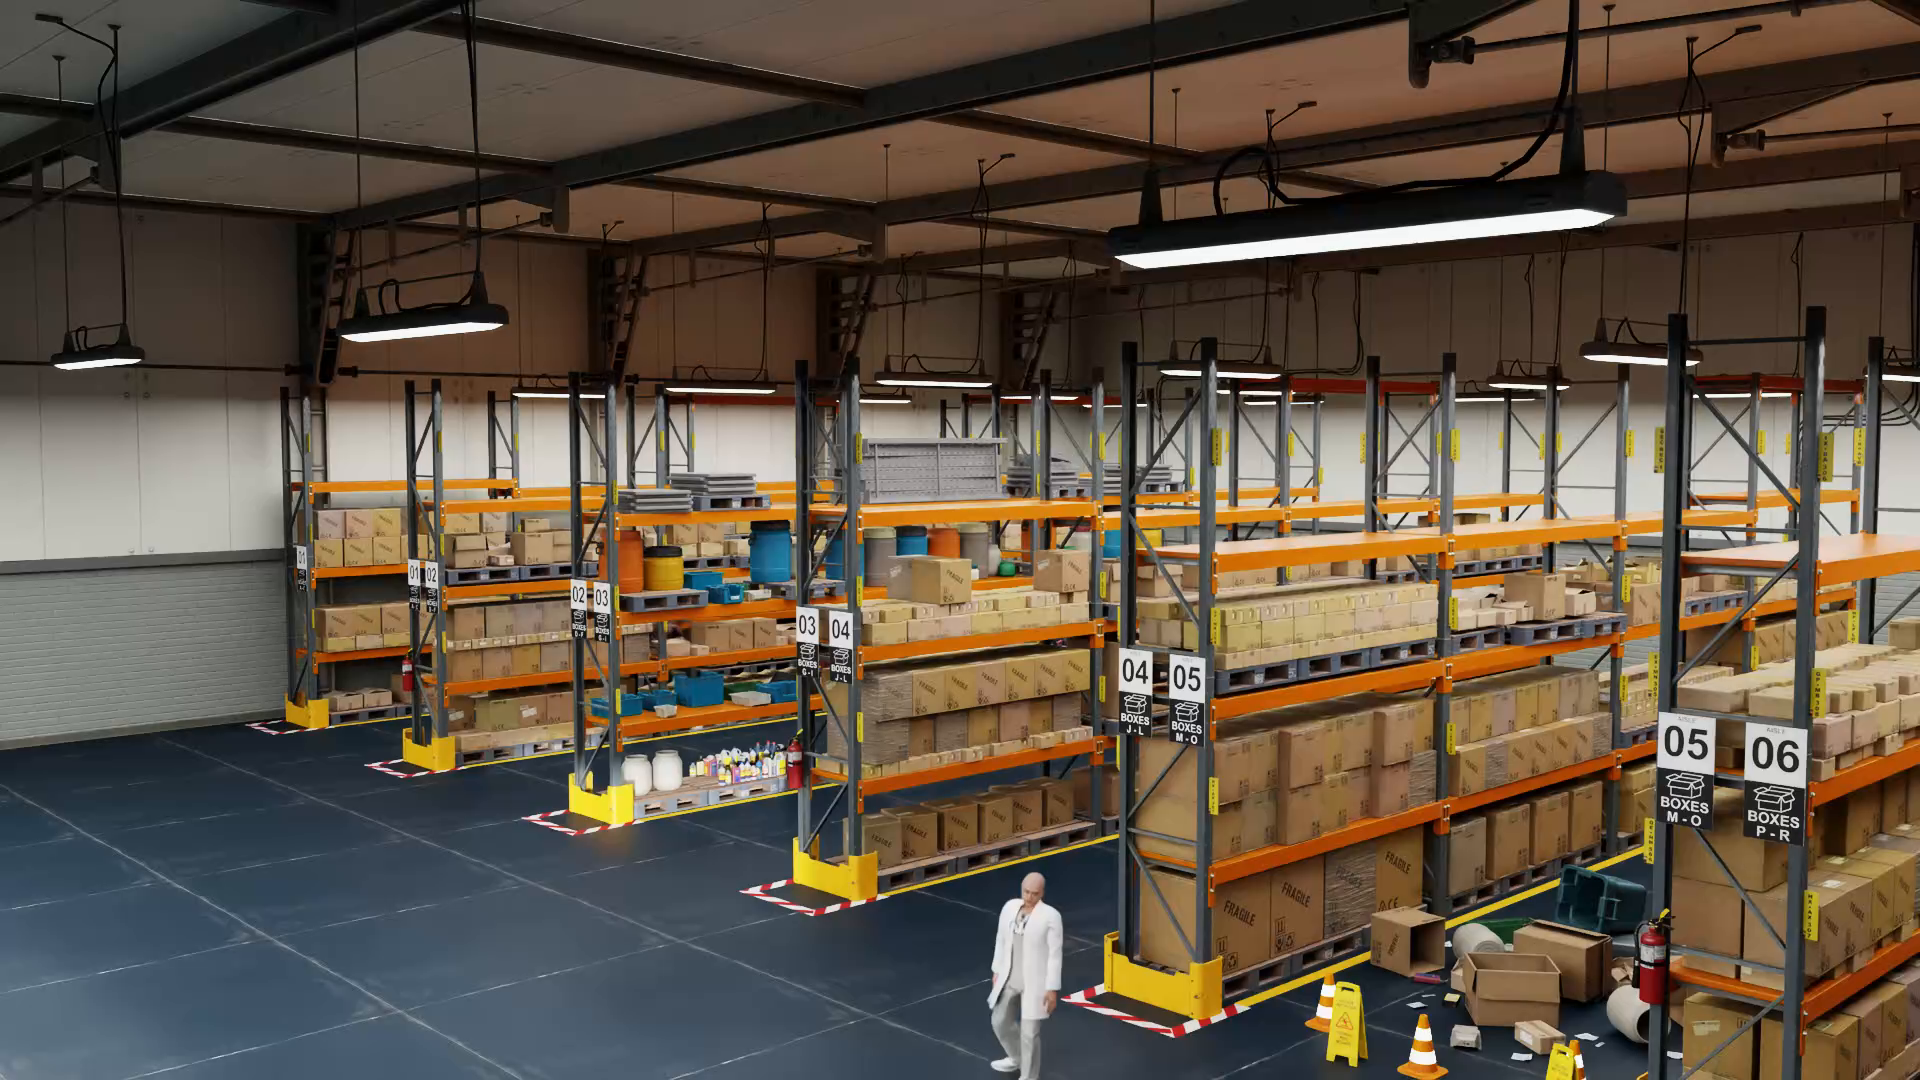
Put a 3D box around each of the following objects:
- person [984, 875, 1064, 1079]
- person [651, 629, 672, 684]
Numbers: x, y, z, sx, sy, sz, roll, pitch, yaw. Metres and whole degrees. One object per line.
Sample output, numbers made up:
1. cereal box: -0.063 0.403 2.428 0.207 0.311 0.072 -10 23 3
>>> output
1. person: 0.503 3.448 12.936 0.689 1.760 0.504 2 4 26
2. person: -5.777 2.216 32.319 0.652 1.657 0.560 1 4 22
